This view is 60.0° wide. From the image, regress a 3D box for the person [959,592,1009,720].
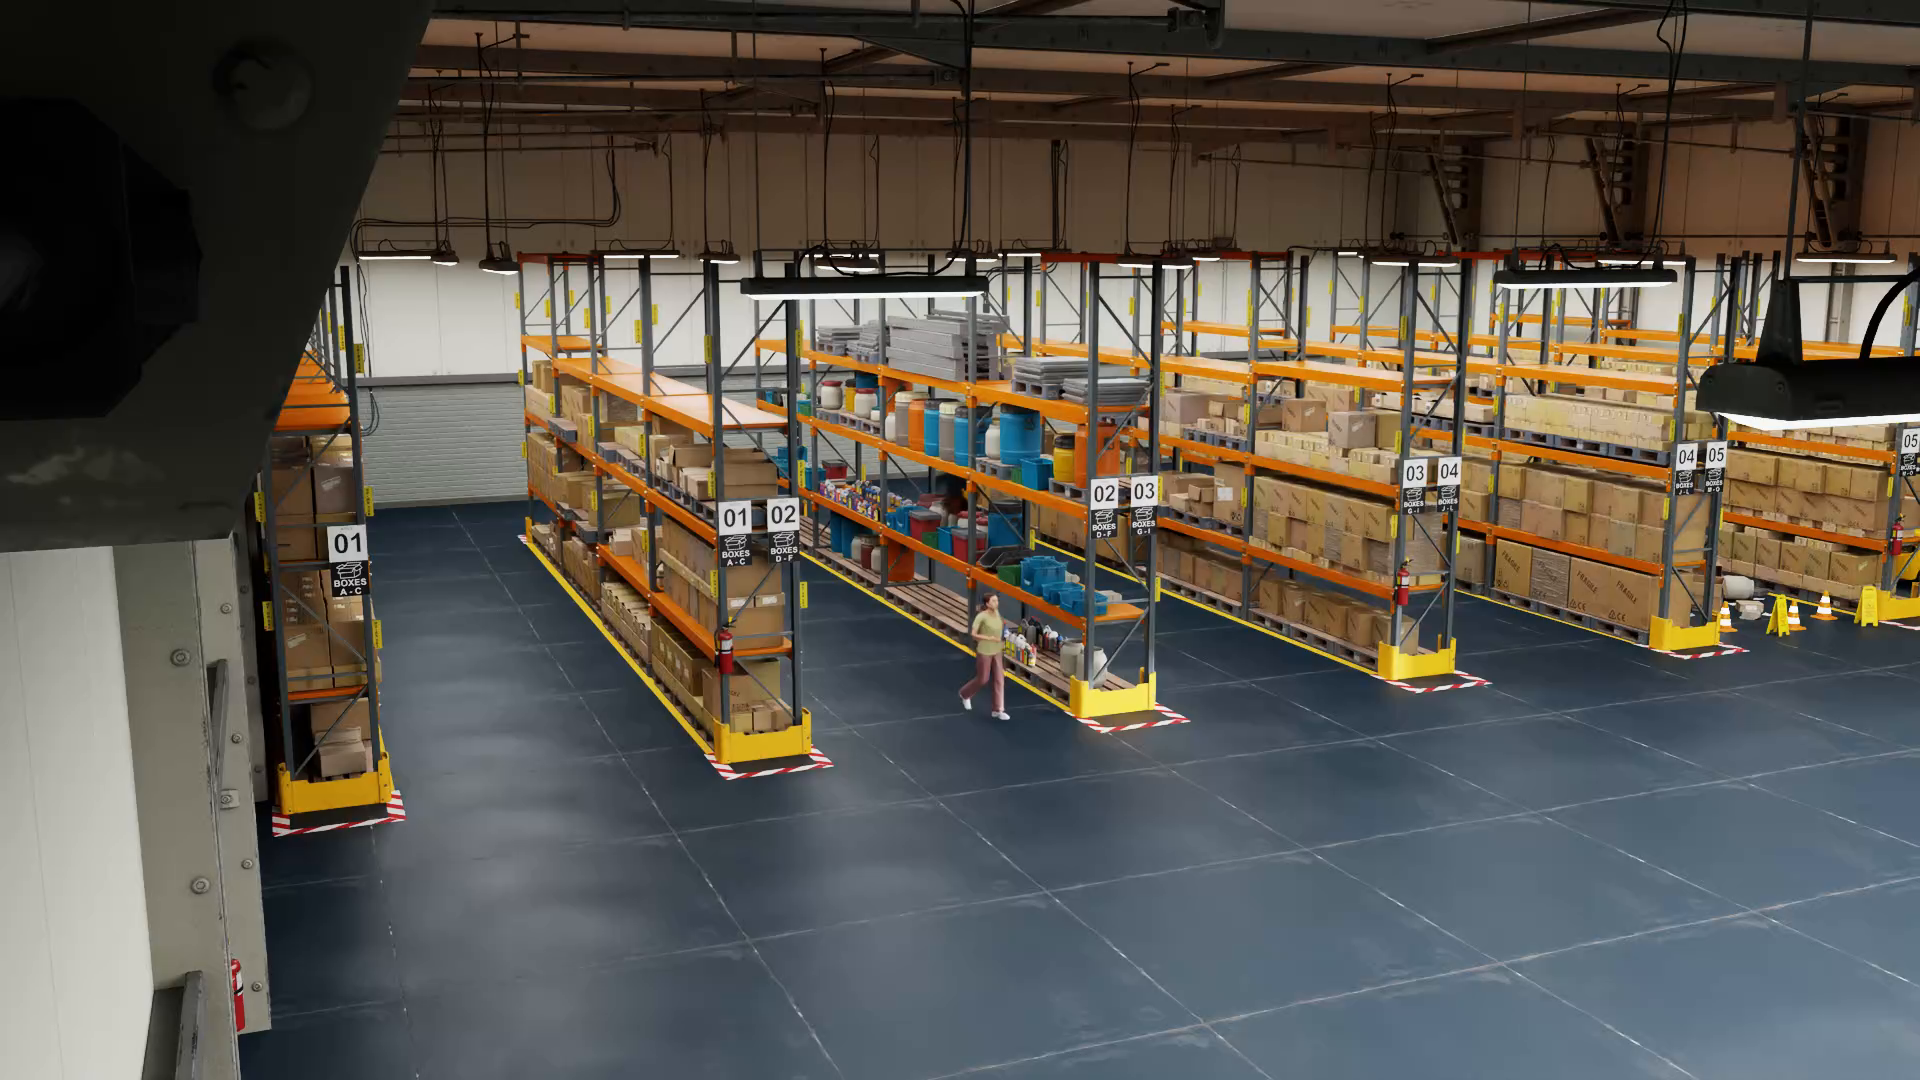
[{"bbox_3d":[0.394,1.502,22.082,0.603,1.649,0.899,-9,14,-41],"label":"person"}]
